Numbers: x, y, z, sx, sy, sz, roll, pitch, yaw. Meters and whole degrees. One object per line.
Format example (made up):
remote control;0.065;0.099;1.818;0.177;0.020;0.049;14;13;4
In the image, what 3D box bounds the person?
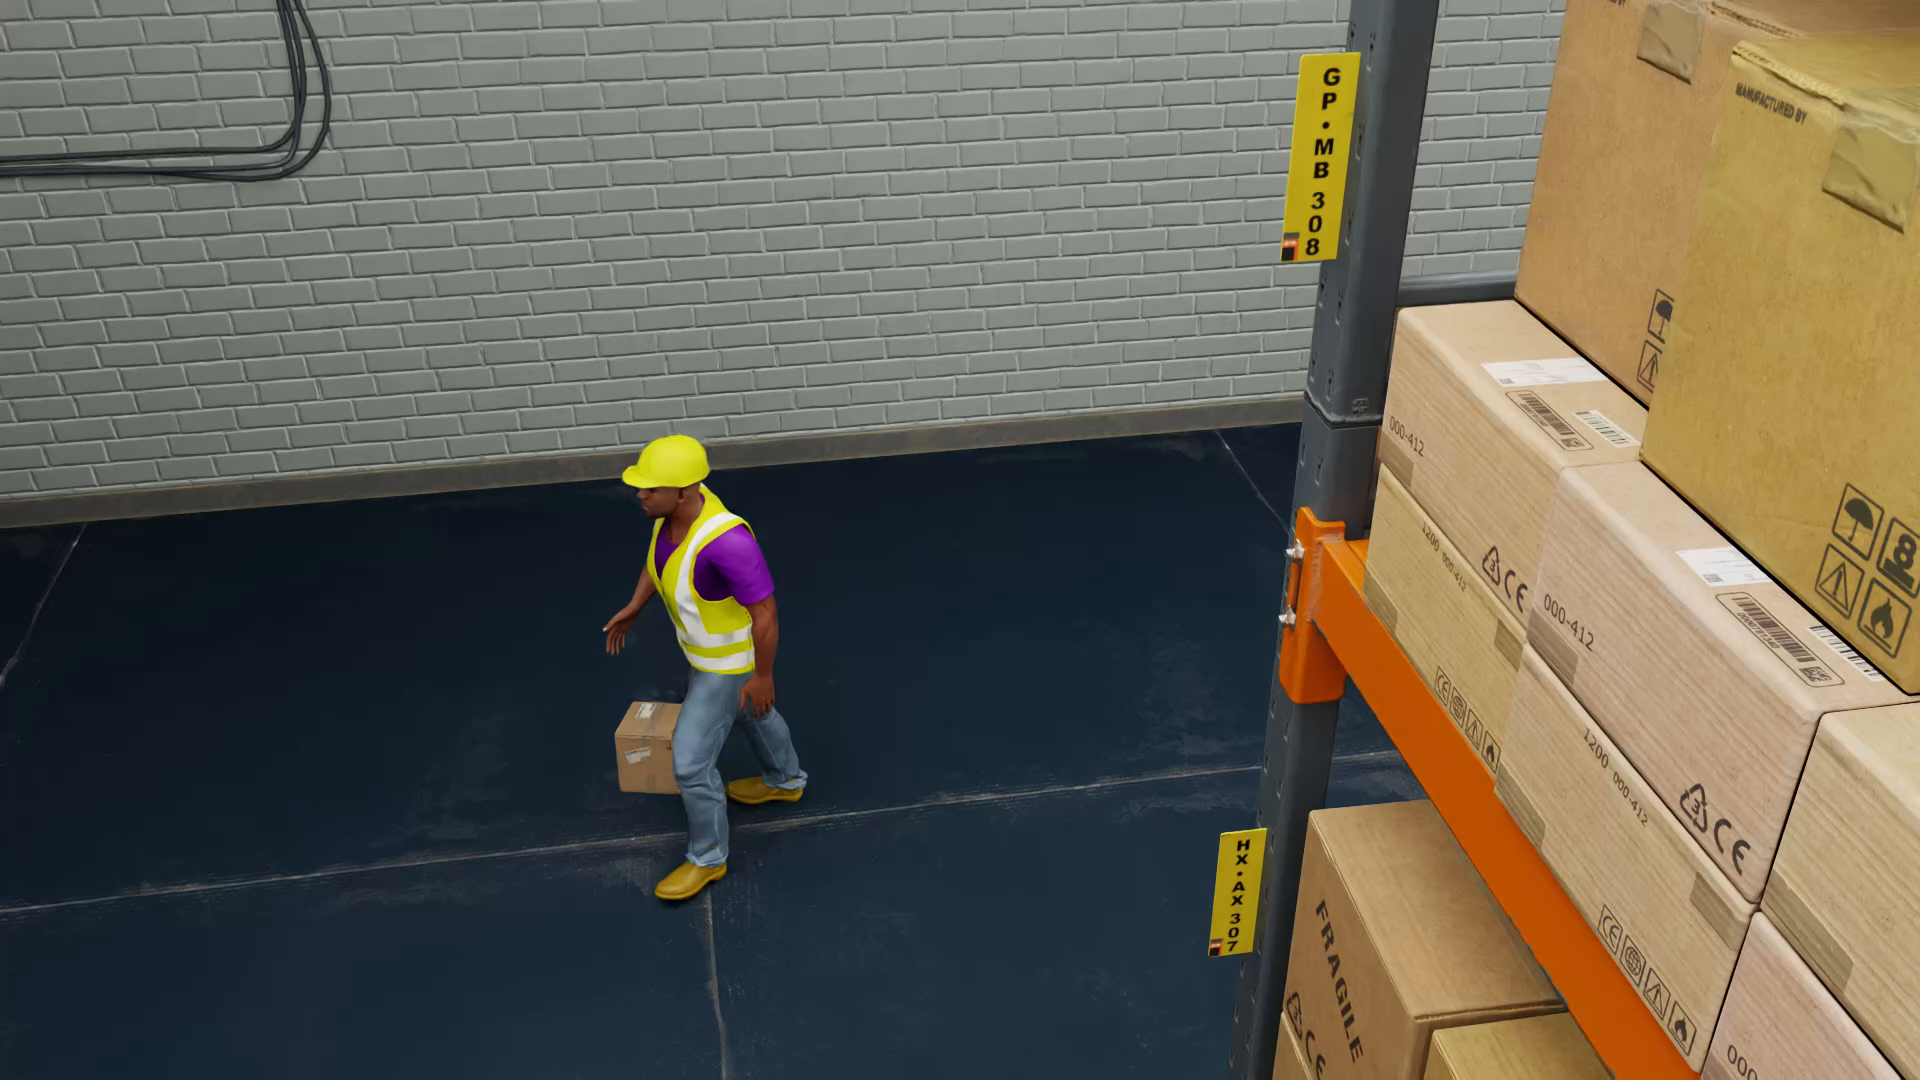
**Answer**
person;-0.899;0.387;5.977;0.735;1.724;0.670;-14;33;-22
